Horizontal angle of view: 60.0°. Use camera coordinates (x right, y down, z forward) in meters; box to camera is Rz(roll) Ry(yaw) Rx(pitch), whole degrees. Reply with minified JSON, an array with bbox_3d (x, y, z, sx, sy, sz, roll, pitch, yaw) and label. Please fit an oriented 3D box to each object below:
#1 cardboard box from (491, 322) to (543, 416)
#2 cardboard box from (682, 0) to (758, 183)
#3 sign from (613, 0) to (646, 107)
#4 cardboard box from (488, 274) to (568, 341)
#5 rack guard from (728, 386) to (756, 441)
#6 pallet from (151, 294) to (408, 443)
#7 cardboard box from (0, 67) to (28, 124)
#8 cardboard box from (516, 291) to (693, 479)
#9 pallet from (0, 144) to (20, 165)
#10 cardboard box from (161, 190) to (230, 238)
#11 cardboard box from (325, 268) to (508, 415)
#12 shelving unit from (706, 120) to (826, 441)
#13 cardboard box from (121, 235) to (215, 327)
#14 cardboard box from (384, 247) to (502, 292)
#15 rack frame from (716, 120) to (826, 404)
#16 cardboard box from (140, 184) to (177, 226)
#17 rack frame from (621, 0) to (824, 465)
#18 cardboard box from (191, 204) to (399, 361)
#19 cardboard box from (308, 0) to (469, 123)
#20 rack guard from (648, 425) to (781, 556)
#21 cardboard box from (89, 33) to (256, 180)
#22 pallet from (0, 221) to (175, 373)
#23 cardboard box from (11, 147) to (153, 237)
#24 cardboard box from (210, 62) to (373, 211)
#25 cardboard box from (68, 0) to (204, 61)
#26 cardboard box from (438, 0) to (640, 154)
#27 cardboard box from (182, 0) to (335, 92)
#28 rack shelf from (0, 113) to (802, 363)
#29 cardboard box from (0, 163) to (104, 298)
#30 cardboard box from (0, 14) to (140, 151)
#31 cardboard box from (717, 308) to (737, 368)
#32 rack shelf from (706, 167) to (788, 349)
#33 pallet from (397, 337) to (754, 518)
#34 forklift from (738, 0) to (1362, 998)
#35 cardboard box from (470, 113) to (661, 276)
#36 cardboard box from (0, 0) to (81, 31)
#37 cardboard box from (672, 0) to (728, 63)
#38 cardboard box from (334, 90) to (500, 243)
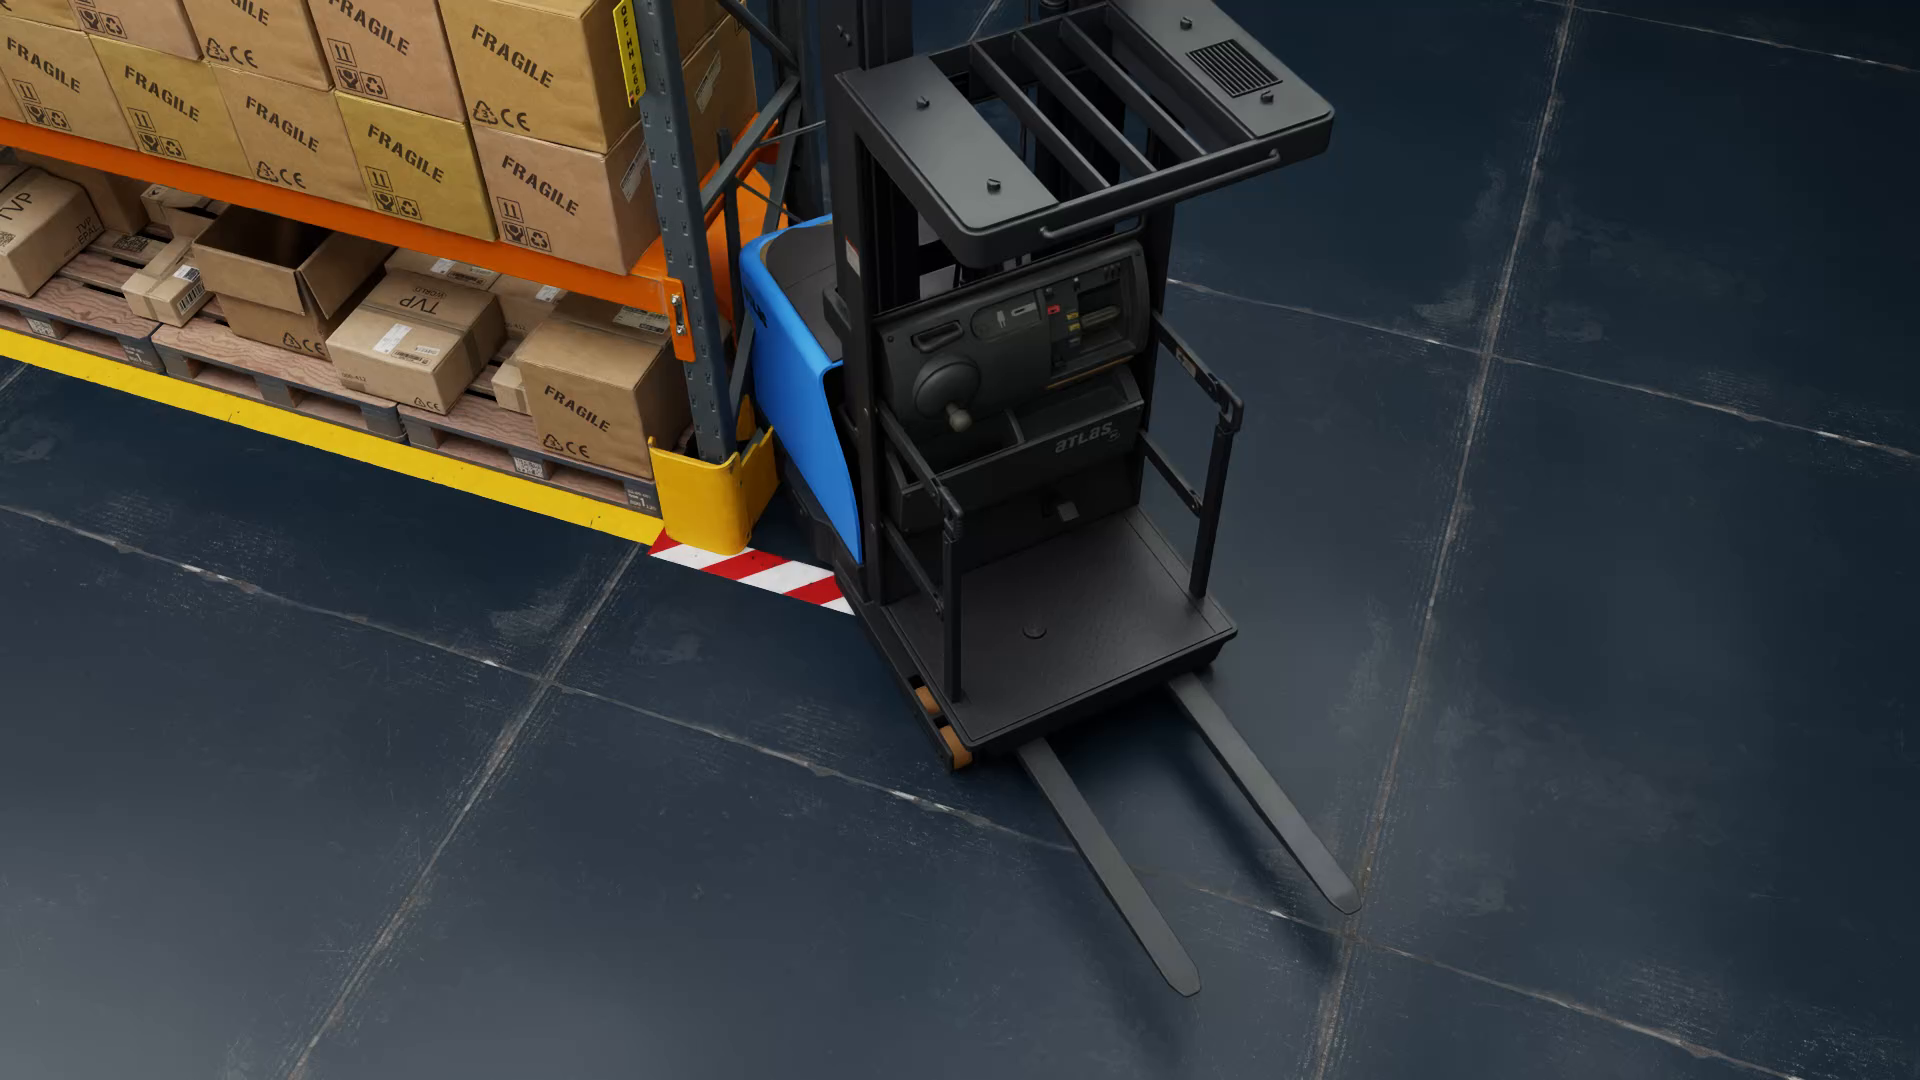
[{"bbox_3d":[-1.706,-0.699,6.822,0.250,0.166,0.380,16,51,13],"label":"cardboard box"},{"bbox_3d":[-1.086,-1.682,6.023,0.500,0.500,0.500,17,51,14],"label":"cardboard box"},{"bbox_3d":[-0.973,-1.440,4.904,0.005,0.325,0.100,16,51,13],"label":"sign"},{"bbox_3d":[-1.642,-1.064,7.082,0.500,0.250,0.500,16,51,13],"label":"cardboard box"},{"bbox_3d":[-0.683,-0.625,6.921,0.587,0.250,0.087,-24,54,-22],"label":"rack guard"},{"bbox_3d":[-2.721,-0.981,7.327,1.213,0.211,1.003,16,51,13],"label":"pallet"},{"bbox_3d":[-3.649,-1.967,6.271,0.500,0.500,0.500,16,51,14],"label":"cardboard box"},{"bbox_3d":[-1.357,-0.639,6.548,0.500,0.500,0.500,16,51,13],"label":"cardboard box"},{"bbox_3d":[-5.290,-1.666,7.921,1.213,0.211,1.003,16,51,13],"label":"pallet"},{"bbox_3d":[-3.177,-1.512,7.430,0.500,0.311,0.500,16,51,13],"label":"cardboard box"},{"bbox_3d":[-2.238,-0.827,6.877,0.500,0.250,0.500,16,51,13],"label":"cardboard box"},{"bbox_3d":[-0.927,-1.358,6.718,0.587,1.500,1.083,-24,54,-22],"label":"shelving unit"},{"bbox_3d":[-3.380,-1.127,7.192,0.250,0.166,0.380,16,51,13],"label":"cardboard box"},{"bbox_3d":[-2.111,-1.195,7.195,0.500,0.250,0.500,16,51,13],"label":"cardboard box"},{"bbox_3d":[-0.653,-1.020,6.438,0.500,1.500,0.032,-24,54,-22],"label":"rack frame"},{"bbox_3d":[-3.508,-1.600,7.614,0.250,0.149,0.380,16,51,13],"label":"cardboard box"},{"bbox_3d":[-0.761,-1.346,5.798,0.127,3.000,1.000,16,51,13],"label":"rack frame"},{"bbox_3d":[-2.750,-1.231,7.060,0.637,0.503,0.797,16,51,13],"label":"cardboard box"},{"bbox_3d":[-1.748,-1.759,5.428,0.500,0.500,0.500,17,51,14],"label":"cardboard box"},{"bbox_3d":[-0.833,-0.547,6.760,0.348,0.500,1.175,16,51,13],"label":"rack guard"},{"bbox_3d":[-2.703,-1.703,6.041,0.500,0.500,0.500,15,51,13],"label":"cardboard box"},{"bbox_3d":[-3.870,-1.299,7.603,1.213,0.211,1.003,16,51,13],"label":"pallet"},{"bbox_3d":[-3.881,-1.770,7.529,0.500,0.500,0.500,16,51,13],"label":"cardboard box"},{"bbox_3d":[-2.230,-1.571,5.927,0.500,0.500,0.500,16,51,13],"label":"cardboard box"},{"bbox_3d":[-2.718,-2.026,5.660,0.500,0.500,0.500,17,51,14],"label":"cardboard box"},{"bbox_3d":[-1.274,-1.628,5.314,0.500,0.500,0.500,15,51,13],"label":"cardboard box"},{"bbox_3d":[-2.236,-1.892,5.543,0.500,0.500,0.500,17,51,14],"label":"cardboard box"},{"bbox_3d":[-2.638,-1.634,6.524,4.000,0.370,1.077,16,51,13],"label":"rack shelf"},{"bbox_3d":[-4.195,-1.393,7.327,0.500,0.311,0.500,16,51,13],"label":"cardboard box"},{"bbox_3d":[-3.180,-1.835,6.156,0.500,0.500,0.500,15,51,13],"label":"cardboard box"},{"bbox_3d":[-1.035,-0.909,7.015,0.250,0.149,0.380,16,51,13],"label":"cardboard box"},{"bbox_3d":[-0.928,-1.235,6.849,0.538,0.185,1.000,-24,54,-22],"label":"rack shelf"},{"bbox_3d":[-1.581,-0.660,7.049,1.213,0.211,1.003,16,51,13],"label":"pallet"},{"bbox_3d":[0.290,-0.539,5.144,1.130,2.935,3.031,-21,52,-18],"label":"forklift"},{"bbox_3d":[-1.276,-1.303,5.695,0.500,0.500,0.500,17,51,14],"label":"cardboard box"},{"bbox_3d":[-3.203,-2.161,5.777,0.500,0.500,0.500,14,51,12],"label":"cardboard box"},{"bbox_3d":[-1.086,-2.009,5.645,0.500,0.500,0.500,17,51,14],"label":"cardboard box"},{"bbox_3d":[-1.764,-1.436,5.810,0.500,0.500,0.500,16,51,13],"label":"cardboard box"}]
